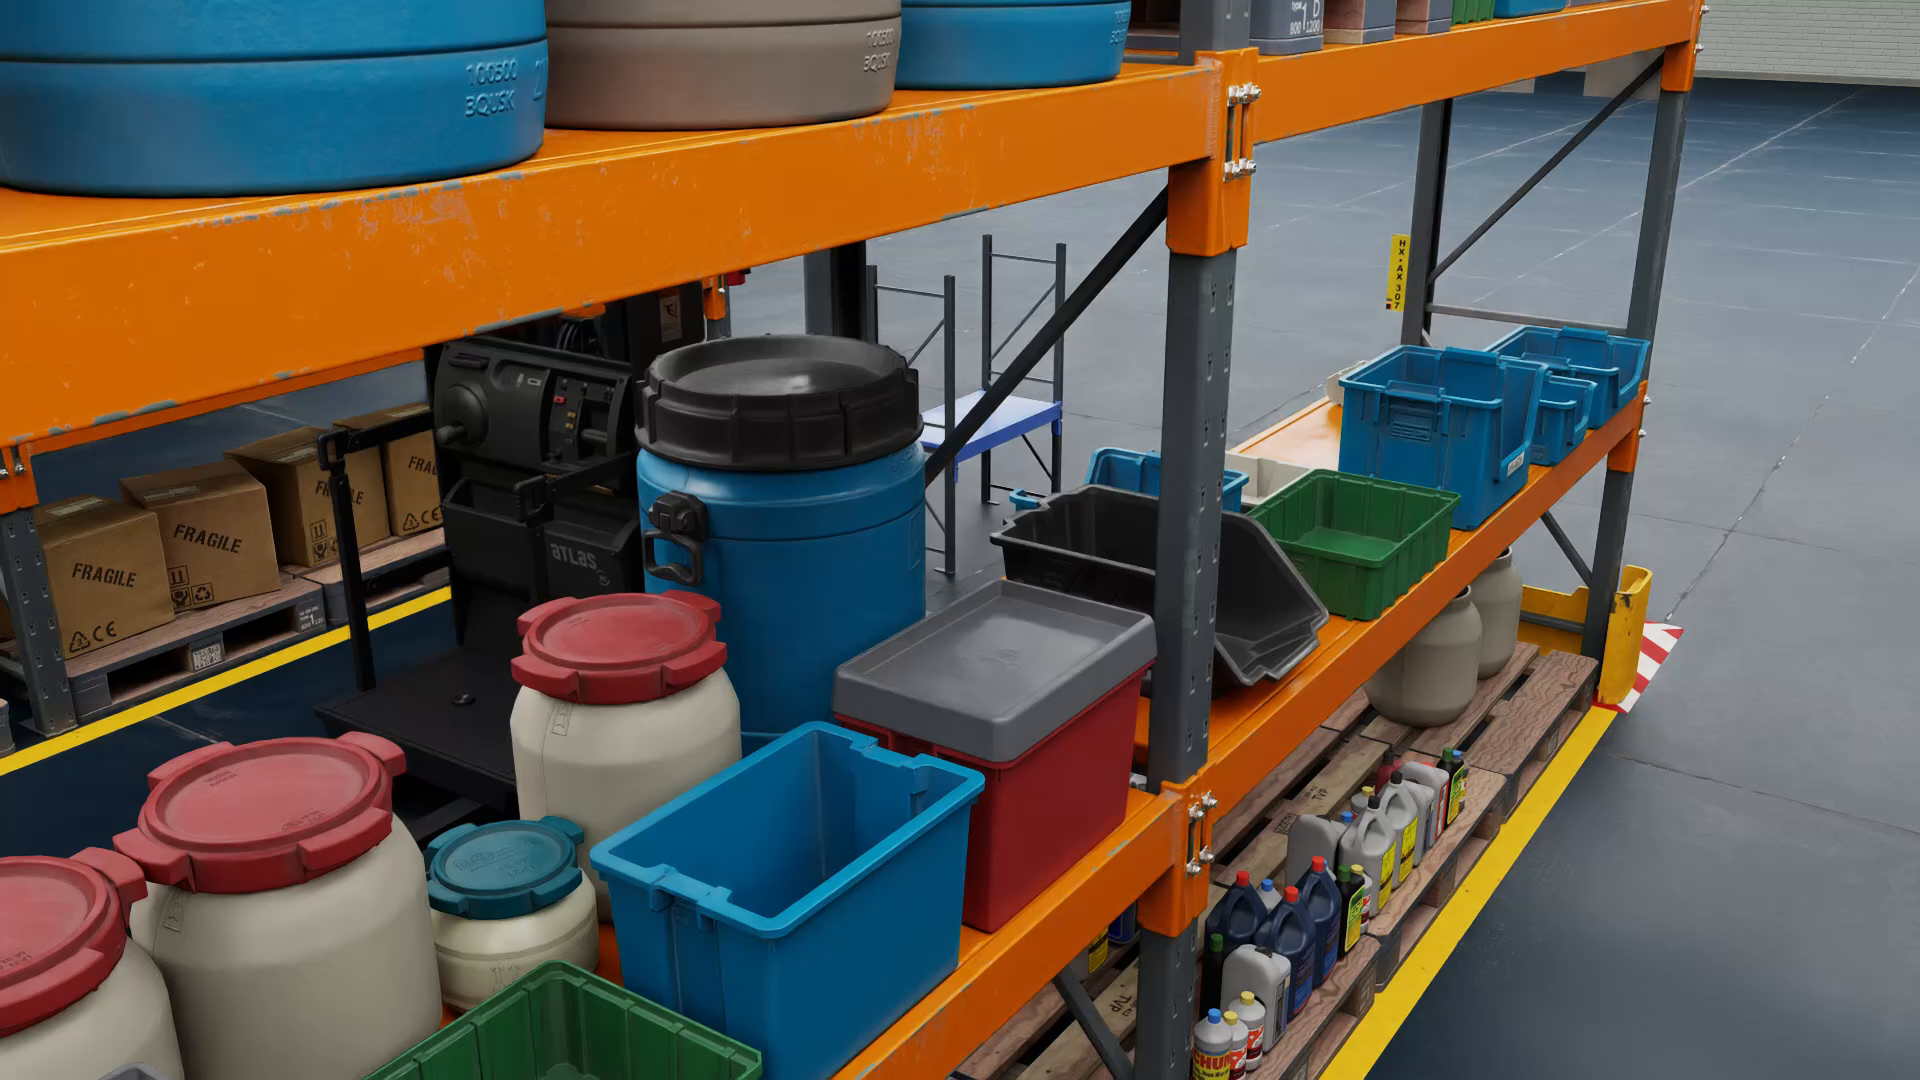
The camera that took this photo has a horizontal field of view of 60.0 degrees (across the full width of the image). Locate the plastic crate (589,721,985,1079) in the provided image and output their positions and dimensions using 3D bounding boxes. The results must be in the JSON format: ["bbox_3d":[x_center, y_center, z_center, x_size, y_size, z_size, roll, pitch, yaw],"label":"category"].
[{"bbox_3d":[-0.268,0.625,2.774,0.392,0.384,0.575,13,24,32],"label":"plastic crate"}]

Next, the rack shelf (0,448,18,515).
[{"bbox_3d":[-5.126,0.186,4.976,1.077,0.370,4.000,13,24,32],"label":"rack shelf"}]

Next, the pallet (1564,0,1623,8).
[{"bbox_3d":[1.797,-2.007,5.816,1.003,0.211,1.213,13,24,32],"label":"pallet"}]

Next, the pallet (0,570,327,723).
[{"bbox_3d":[-3.653,0.383,7.426,1.003,0.211,1.213,13,24,32],"label":"pallet"}]

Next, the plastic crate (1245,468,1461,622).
[{"bbox_3d":[1.091,0.005,4.732,0.450,0.188,0.662,13,24,32],"label":"plastic crate"}]

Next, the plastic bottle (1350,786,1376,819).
[{"bbox_3d":[1.318,0.899,5.410,0.097,0.201,0.097,0,20,0],"label":"plastic bottle"}]

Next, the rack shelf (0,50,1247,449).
[{"bbox_3d":[-1.029,-0.255,1.844,1.077,0.370,4.000,13,24,32],"label":"rack shelf"}]

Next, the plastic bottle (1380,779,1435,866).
[{"bbox_3d":[1.431,0.883,5.346,0.152,0.276,0.135,13,24,30],"label":"plastic bottle"}]

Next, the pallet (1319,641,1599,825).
[{"bbox_3d":[1.878,0.664,6.667,1.003,0.211,1.213,13,24,32],"label":"pallet"}]

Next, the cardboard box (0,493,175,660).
[{"bbox_3d":[-3.744,0.143,7.053,0.500,0.500,0.500,12,24,30],"label":"cardboard box"}]

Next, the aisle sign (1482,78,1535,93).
[{"bbox_3d":[2.142,-2.204,6.653,0.394,0.787,0.004,13,24,32],"label":"aisle sign"}]

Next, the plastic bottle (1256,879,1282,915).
[{"bbox_3d":[0.873,1.098,4.772,0.097,0.271,0.097,0,20,0],"label":"plastic bottle"}]

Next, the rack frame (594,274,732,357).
[{"bbox_3d":[-1.753,-1.873,9.505,1.000,3.000,0.127,13,24,32],"label":"rack frame"}]

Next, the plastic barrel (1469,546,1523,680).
[{"bbox_3d":[2.037,0.266,6.702,0.421,0.512,0.421,0,20,0],"label":"plastic barrel"}]

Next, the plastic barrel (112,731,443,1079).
[{"bbox_3d":[-1.037,0.619,2.572,0.433,0.535,0.433,0,20,0],"label":"plastic barrel"}]

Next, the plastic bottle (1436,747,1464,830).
[{"bbox_3d":[1.623,0.810,5.533,0.061,0.283,0.133,14,24,33],"label":"plastic bottle"}]

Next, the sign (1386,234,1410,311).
[{"bbox_3d":[1.891,-1.146,7.139,0.100,0.325,0.005,13,24,32],"label":"sign"}]

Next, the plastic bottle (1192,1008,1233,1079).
[{"bbox_3d":[0.636,1.308,4.204,0.097,0.271,0.097,0,20,0],"label":"plastic bottle"}]

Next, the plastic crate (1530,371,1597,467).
[{"bbox_3d":[1.940,-0.450,5.873,0.499,0.251,0.408,13,24,32],"label":"plastic crate"}]

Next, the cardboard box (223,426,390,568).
[{"bbox_3d":[-3.144,-0.216,8.024,0.500,0.500,0.500,11,23,27],"label":"cardboard box"}]

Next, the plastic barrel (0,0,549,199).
[{"bbox_3d":[-0.747,-0.838,1.660,0.600,0.901,0.708,13,24,32],"label":"plastic barrel"}]

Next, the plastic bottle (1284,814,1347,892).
[{"bbox_3d":[1.100,0.963,5.130,0.152,0.276,0.135,13,24,32],"label":"plastic bottle"}]

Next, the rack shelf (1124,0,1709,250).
[{"bbox_3d":[1.219,-1.403,4.947,1.077,0.370,4.000,13,24,32],"label":"rack shelf"}]

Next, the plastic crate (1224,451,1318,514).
[{"bbox_3d":[0.798,-0.151,5.230,0.530,0.136,0.437,13,24,32],"label":"plastic crate"}]

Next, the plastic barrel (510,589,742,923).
[{"bbox_3d":[-0.624,0.408,3.141,0.433,0.535,0.433,0,20,0],"label":"plastic barrel"}]

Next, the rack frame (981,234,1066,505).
[{"bbox_3d":[0.334,-0.874,8.965,0.500,1.500,0.032,13,24,32],"label":"rack frame"}]

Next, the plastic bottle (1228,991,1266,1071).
[{"bbox_3d":[0.751,1.282,4.374,0.097,0.201,0.097,0,20,0],"label":"plastic bottle"}]

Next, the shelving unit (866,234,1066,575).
[{"bbox_3d":[0.048,-0.728,8.571,0.538,1.500,1.048,13,24,32],"label":"shelving unit"}]

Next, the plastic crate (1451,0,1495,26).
[{"bbox_3d":[1.207,-1.467,4.388,0.336,0.188,0.450,13,24,32],"label":"plastic crate"}]

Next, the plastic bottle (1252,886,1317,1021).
[{"bbox_3d":[0.892,1.126,4.582,0.144,0.351,0.185,14,25,33],"label":"plastic bottle"}]

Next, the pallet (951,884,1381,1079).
[{"bbox_3d":[0.507,1.364,4.774,1.003,0.211,1.213,13,24,32],"label":"pallet"}]

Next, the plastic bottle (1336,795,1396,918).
[{"bbox_3d":[1.237,0.950,5.058,0.144,0.351,0.185,13,24,31],"label":"plastic bottle"}]

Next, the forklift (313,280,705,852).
[{"bbox_3d":[-1.659,-0.462,5.790,1.130,2.935,3.031,13,24,31],"label":"forklift"}]

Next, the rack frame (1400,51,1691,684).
[{"bbox_3d":[2.343,-0.907,6.894,1.000,3.000,0.127,13,24,32],"label":"rack frame"}]

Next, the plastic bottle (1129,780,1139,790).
[{"bbox_3d":[0.508,0.888,5.225,0.144,0.351,0.185,13,24,31],"label":"plastic bottle"}]

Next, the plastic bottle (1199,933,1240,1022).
[{"bbox_3d":[0.707,1.183,4.523,0.061,0.283,0.133,13,24,32],"label":"plastic bottle"}]

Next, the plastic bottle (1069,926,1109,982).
[{"bbox_3d":[0.338,1.064,4.750,0.144,0.351,0.185,13,24,32],"label":"plastic bottle"}]

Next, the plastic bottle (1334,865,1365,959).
[{"bbox_3d":[1.125,1.064,4.846,0.061,0.283,0.133,15,25,34],"label":"plastic bottle"}]

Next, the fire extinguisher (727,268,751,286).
[{"bbox_3d":[-1.307,-1.780,9.365,0.296,0.674,0.183,13,24,32],"label":"fire extinguisher"}]

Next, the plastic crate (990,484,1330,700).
[{"bbox_3d":[0.494,0.144,4.141,0.767,0.338,0.504,13,24,32],"label":"plastic crate"}]

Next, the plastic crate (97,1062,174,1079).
[{"bbox_3d":[-0.992,0.954,1.770,0.402,0.464,0.583,13,24,32],"label":"plastic crate"}]

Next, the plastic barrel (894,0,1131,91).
[{"bbox_3d":[-0.012,-1.213,2.675,0.600,0.901,0.708,13,24,32],"label":"plastic barrel"}]
